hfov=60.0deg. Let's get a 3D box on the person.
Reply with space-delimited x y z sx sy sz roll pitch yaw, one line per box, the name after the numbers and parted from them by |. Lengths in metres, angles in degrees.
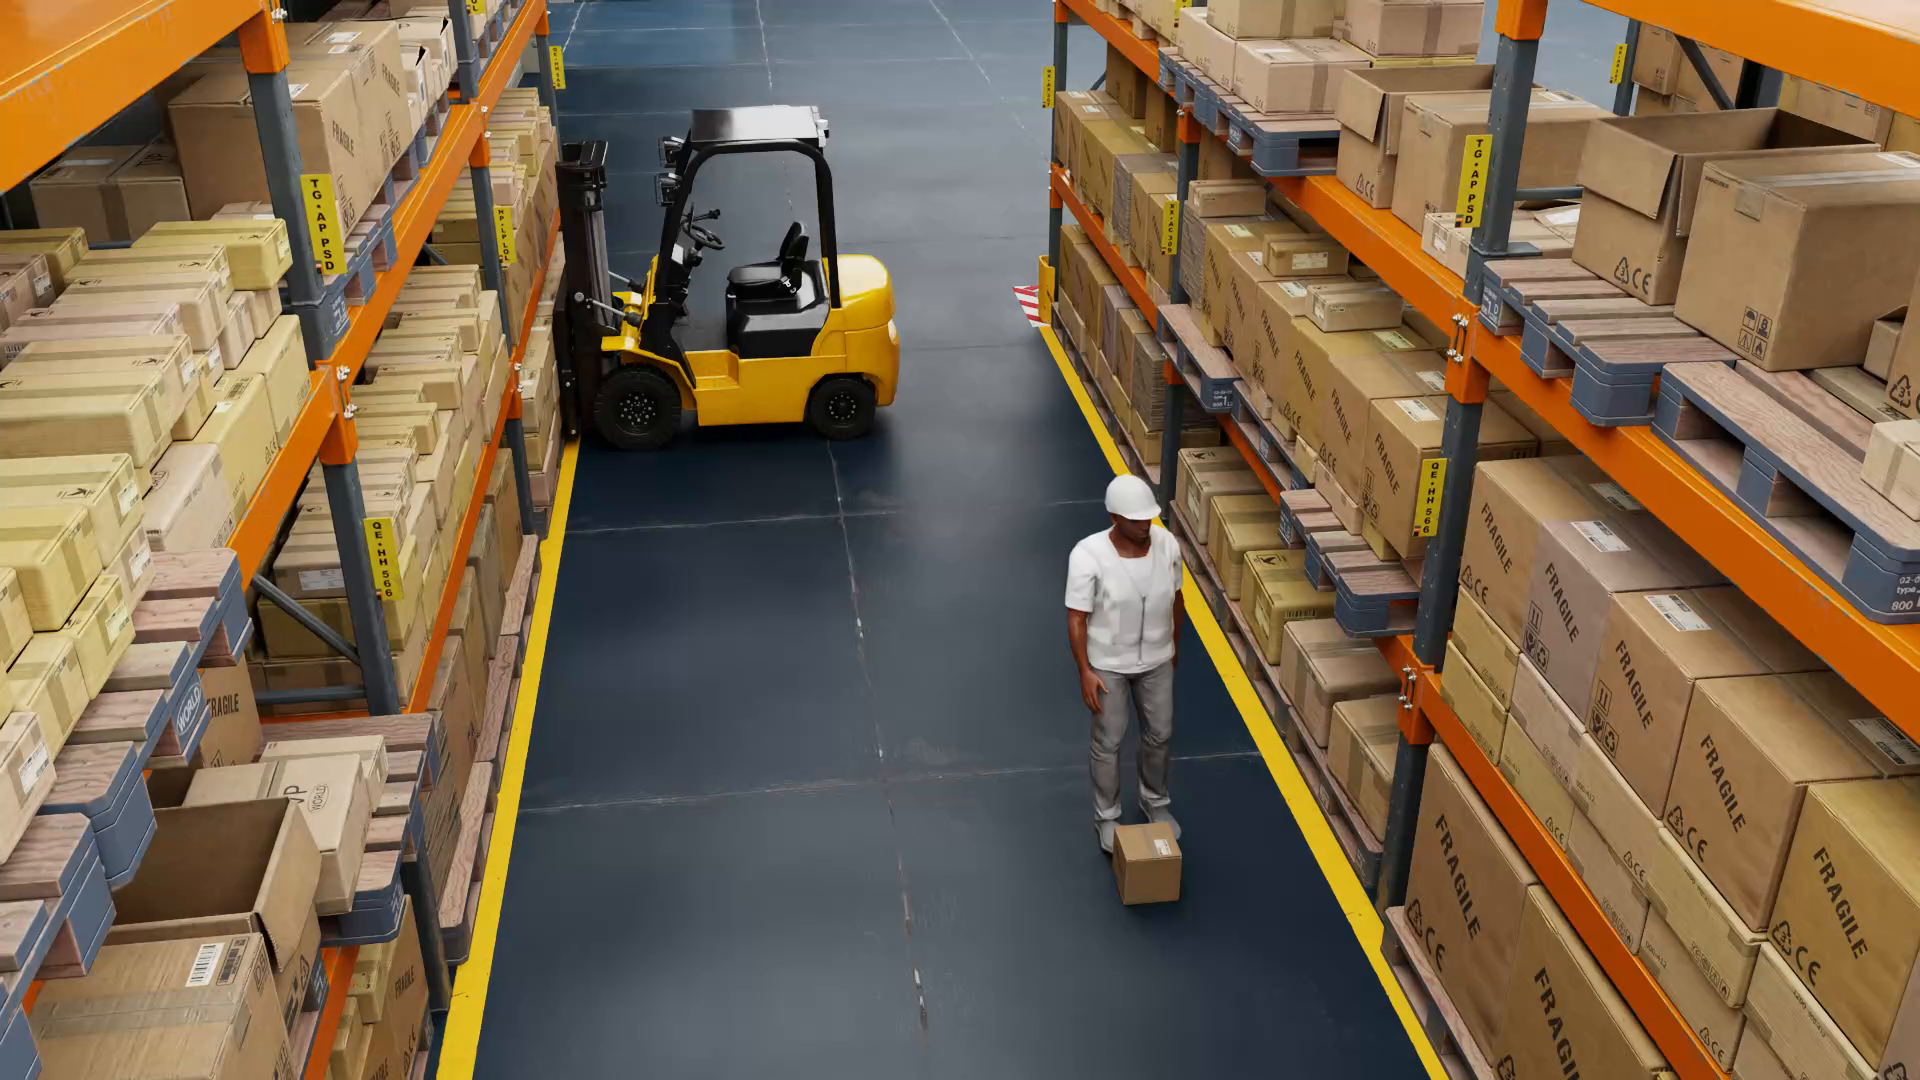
0.768 0.584 7.464 0.591 1.824 0.511 -7 28 -14 | person
